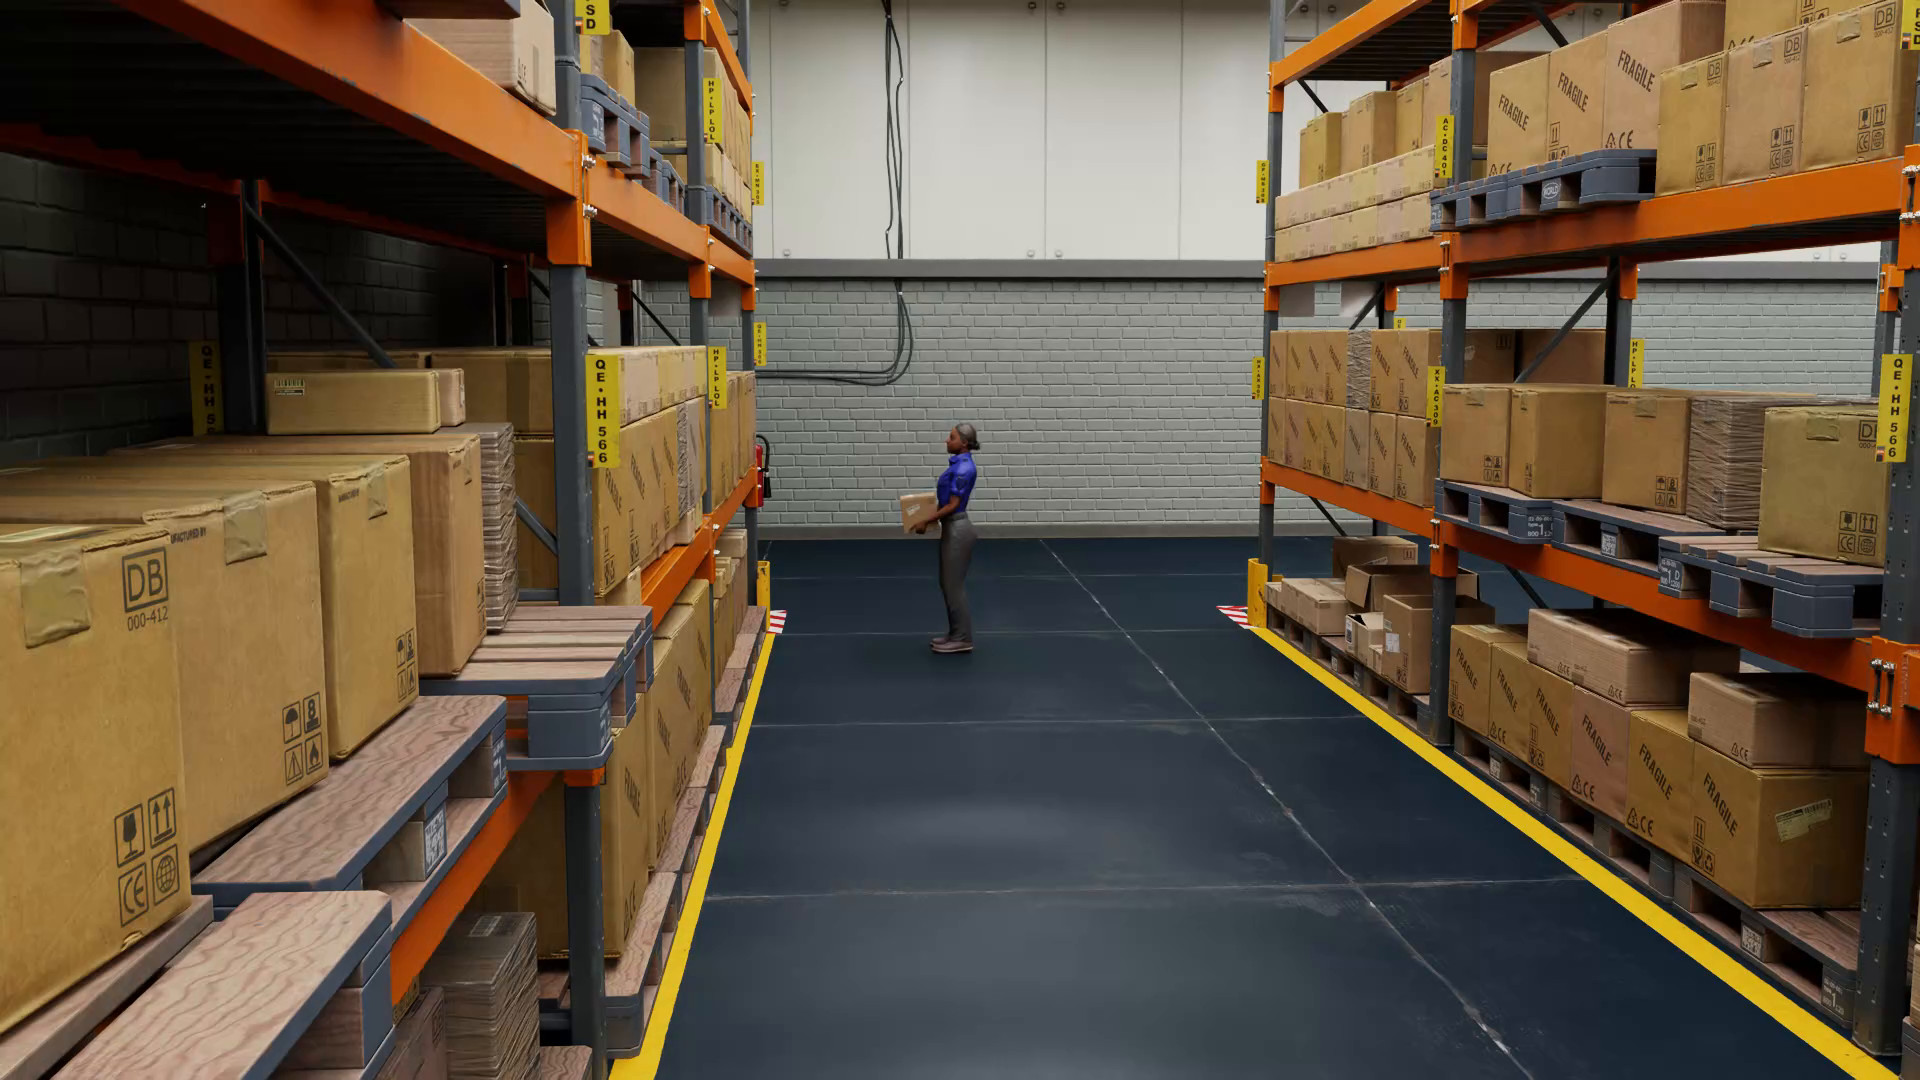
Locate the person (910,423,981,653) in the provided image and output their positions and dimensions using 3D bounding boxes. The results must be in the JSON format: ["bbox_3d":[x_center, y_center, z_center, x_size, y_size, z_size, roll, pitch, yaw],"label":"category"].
[{"bbox_3d":[-0.110,-0.021,11.990,0.517,1.646,0.450,0,7,-3],"label":"person"}]
